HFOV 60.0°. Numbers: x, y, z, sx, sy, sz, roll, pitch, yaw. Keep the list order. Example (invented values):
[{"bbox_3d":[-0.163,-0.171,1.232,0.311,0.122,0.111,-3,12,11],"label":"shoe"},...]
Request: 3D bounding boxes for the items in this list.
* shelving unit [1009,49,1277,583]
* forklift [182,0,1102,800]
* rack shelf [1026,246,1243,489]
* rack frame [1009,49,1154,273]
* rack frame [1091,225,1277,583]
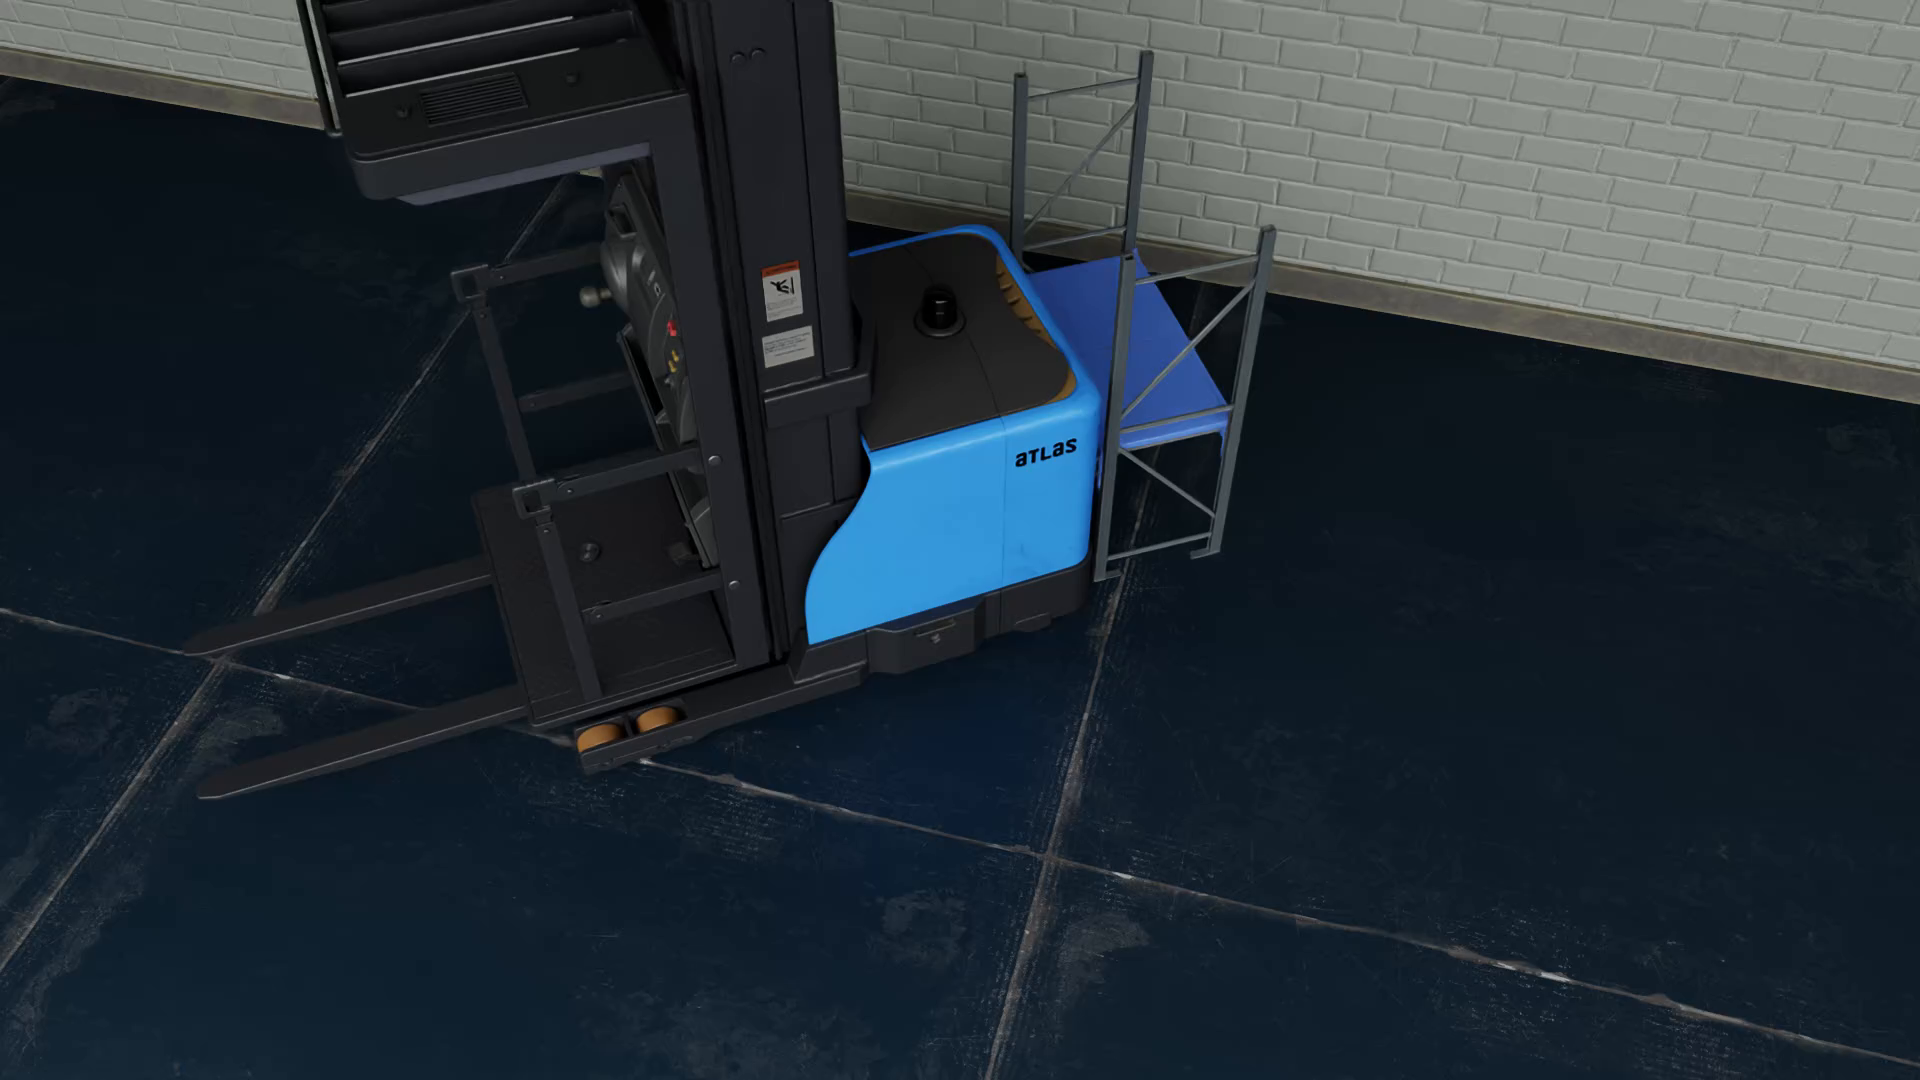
[{"bbox_3d":[0.577,-0.769,5.929,0.538,1.500,1.048,-13,50,-11],"label":"shelving unit"},{"bbox_3d":[-1.107,-0.649,4.868,3.031,2.935,1.130,-16,51,-14],"label":"forklift"},{"bbox_3d":[0.577,-0.650,6.064,0.538,0.185,1.000,-13,50,-11],"label":"rack shelf"},{"bbox_3d":[0.426,-1.134,6.250,0.500,1.500,0.032,-13,50,-11],"label":"rack frame"},{"bbox_3d":[0.727,-0.405,5.607,0.500,1.500,0.032,-13,50,-11],"label":"rack frame"}]
